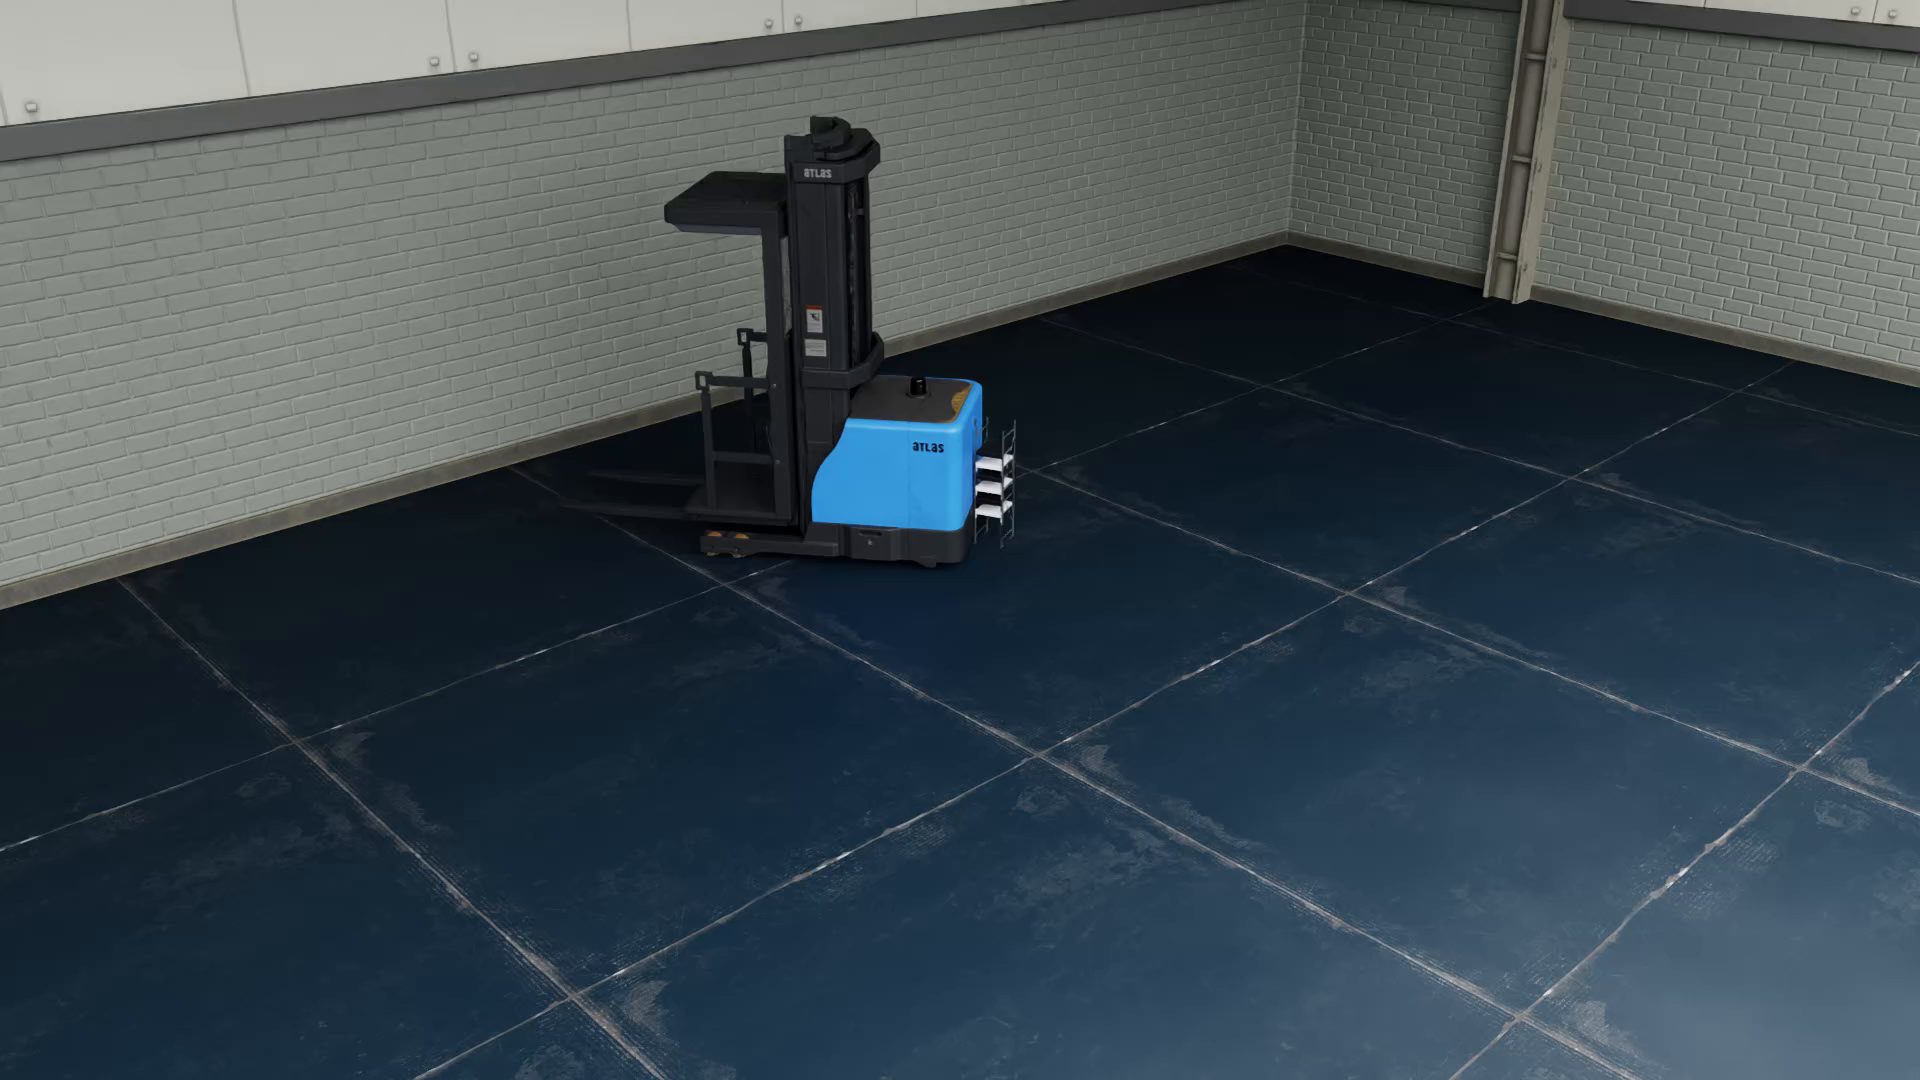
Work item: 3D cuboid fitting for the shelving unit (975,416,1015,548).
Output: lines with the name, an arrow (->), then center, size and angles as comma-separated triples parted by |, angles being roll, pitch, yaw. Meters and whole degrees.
shelving unit -> 0.248, -0.411, 11.863 | 0.210, 0.900, 0.258 | 10, 26, 20

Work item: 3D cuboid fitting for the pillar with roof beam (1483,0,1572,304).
pillar with roof beam -> 2.677, -5.455, 13.162 | 9.100, 9.000, 0.400 | -21, 32, -38

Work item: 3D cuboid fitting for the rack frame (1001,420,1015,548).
rack frame -> 0.342, -0.395, 11.828 | 0.006, 0.900, 0.240 | 10, 26, 20

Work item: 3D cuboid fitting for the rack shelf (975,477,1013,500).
rack shelf -> 0.248, -0.381, 11.877 | 0.200, 0.077, 0.258 | 10, 26, 20

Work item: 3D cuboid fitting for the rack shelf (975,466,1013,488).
rack shelf -> 0.248, -0.463, 11.840 | 0.200, 0.077, 0.258 | 10, 26, 20

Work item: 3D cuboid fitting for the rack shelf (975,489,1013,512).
rack shelf -> 0.248, -0.299, 11.914 | 0.200, 0.077, 0.258 | 10, 26, 20

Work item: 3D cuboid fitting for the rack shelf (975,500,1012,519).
rack shelf -> 0.248, -0.217, 11.952 | 0.200, 0.077, 0.258 | 10, 26, 20

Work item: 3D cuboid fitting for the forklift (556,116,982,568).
forklift -> -1.391, -1.419, 11.626 | 3.031, 2.935, 1.130 | 4, 25, 9

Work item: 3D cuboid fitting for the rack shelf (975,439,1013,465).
rack shelf -> 0.248, -0.626, 11.765 | 0.200, 0.077, 0.258 | 10, 26, 20

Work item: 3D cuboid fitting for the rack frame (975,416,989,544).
rack frame -> 0.154, -0.427, 11.898 | 0.006, 0.900, 0.240 | 10, 26, 20

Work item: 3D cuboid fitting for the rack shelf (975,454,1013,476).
rack shelf -> 0.248, -0.544, 11.802 | 0.200, 0.077, 0.258 | 10, 26, 20
